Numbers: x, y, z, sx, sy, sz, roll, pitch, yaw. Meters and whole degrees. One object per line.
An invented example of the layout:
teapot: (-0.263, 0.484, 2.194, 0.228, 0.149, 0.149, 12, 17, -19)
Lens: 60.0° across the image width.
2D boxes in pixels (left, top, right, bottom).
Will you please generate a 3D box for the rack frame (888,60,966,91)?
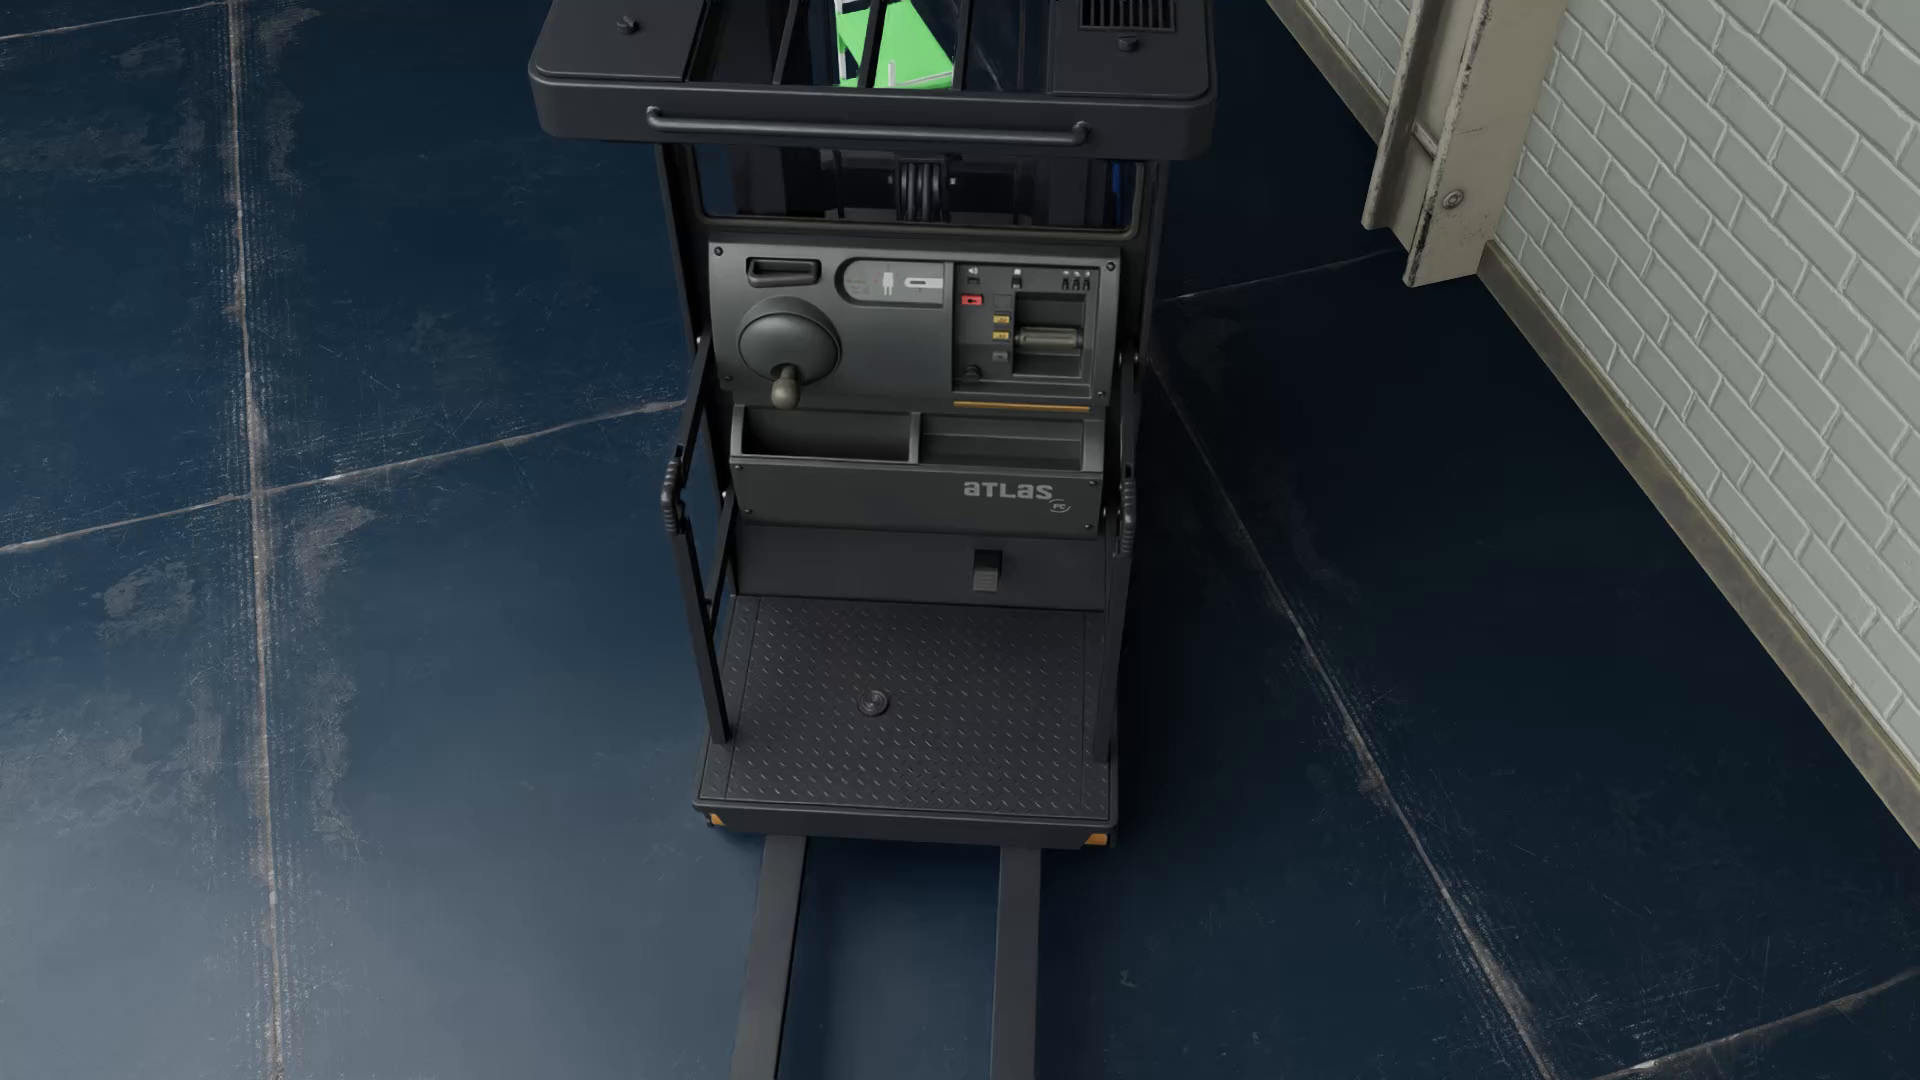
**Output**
rack frame: (-0.097, -1.042, 5.344, 0.240, 1.200, 0.015, -17, 52, -14)

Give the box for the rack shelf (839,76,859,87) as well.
rack shelf: (-0.188, -1.329, 5.355, 0.258, 0.148, 0.480, -17, 52, -14)

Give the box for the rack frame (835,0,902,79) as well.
rack frame: (-0.278, -1.389, 5.636, 0.240, 1.200, 0.015, -17, 52, -14)

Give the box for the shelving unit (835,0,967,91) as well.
shelving unit: (-0.188, -1.215, 5.490, 0.258, 1.200, 0.503, -17, 52, -14)

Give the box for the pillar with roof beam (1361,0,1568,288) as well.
pillar with roof beam: (-2.400, -3.019, 1.910, 9.100, 9.000, 0.400, -13, 51, -11)

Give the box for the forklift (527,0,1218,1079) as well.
forklift: (-0.116, -0.381, 3.655, 1.130, 2.935, 3.031, 3, 50, 2)

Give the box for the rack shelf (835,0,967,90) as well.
rack shelf: (-0.188, -1.484, 5.172, 0.258, 0.148, 0.480, -17, 52, -14)
